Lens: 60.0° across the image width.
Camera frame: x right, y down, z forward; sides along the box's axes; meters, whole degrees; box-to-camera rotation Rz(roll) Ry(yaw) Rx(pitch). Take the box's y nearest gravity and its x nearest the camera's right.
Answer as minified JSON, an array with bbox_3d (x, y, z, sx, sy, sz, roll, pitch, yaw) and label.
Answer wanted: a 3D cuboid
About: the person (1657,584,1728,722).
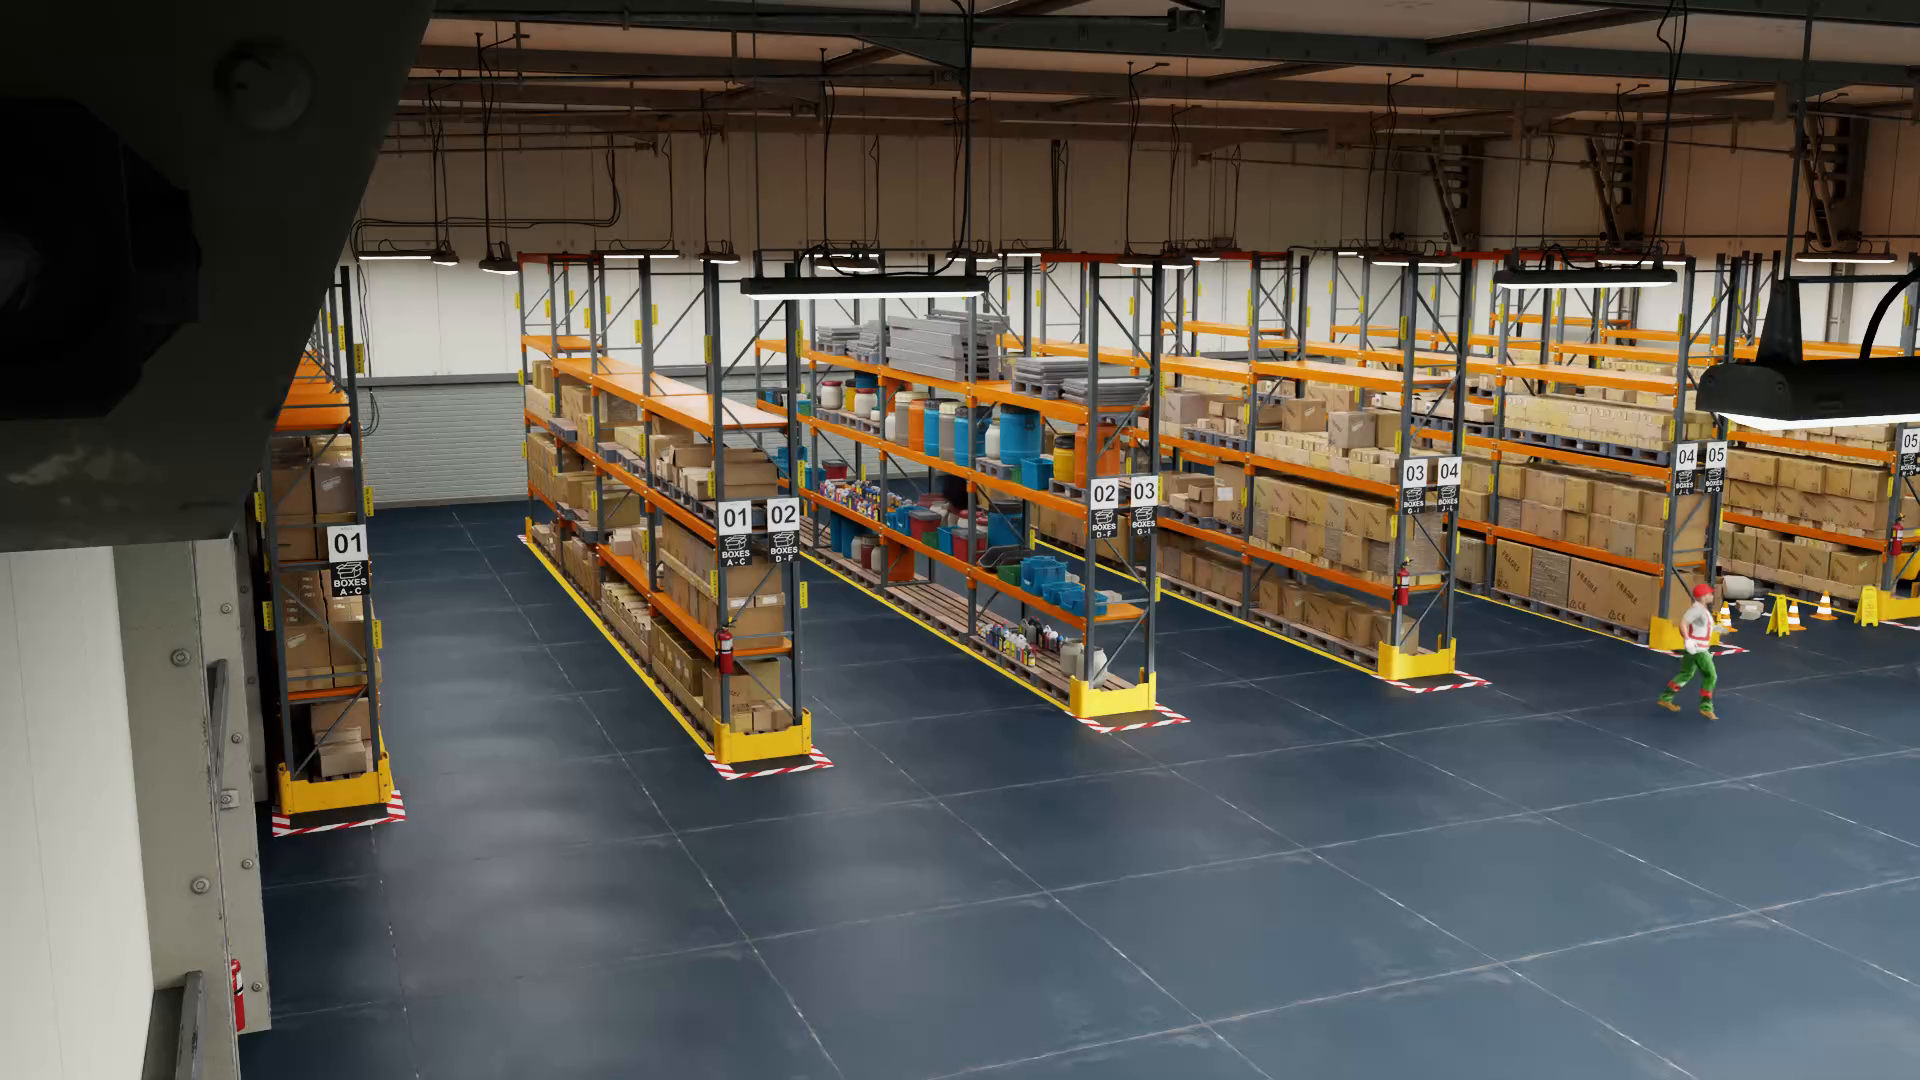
[{"bbox_3d":[9.732,1.476,22.042,0.809,1.841,0.638,3,11,15],"label":"person"}]

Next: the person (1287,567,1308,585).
[{"bbox_3d":[6.279,-0.069,30.487,0.652,1.823,0.800,-5,12,-26],"label":"person"}]

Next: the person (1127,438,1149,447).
[{"bbox_3d":[4.404,-2.030,41.359,0.767,1.815,0.737,-8,13,-36],"label":"person"}]
